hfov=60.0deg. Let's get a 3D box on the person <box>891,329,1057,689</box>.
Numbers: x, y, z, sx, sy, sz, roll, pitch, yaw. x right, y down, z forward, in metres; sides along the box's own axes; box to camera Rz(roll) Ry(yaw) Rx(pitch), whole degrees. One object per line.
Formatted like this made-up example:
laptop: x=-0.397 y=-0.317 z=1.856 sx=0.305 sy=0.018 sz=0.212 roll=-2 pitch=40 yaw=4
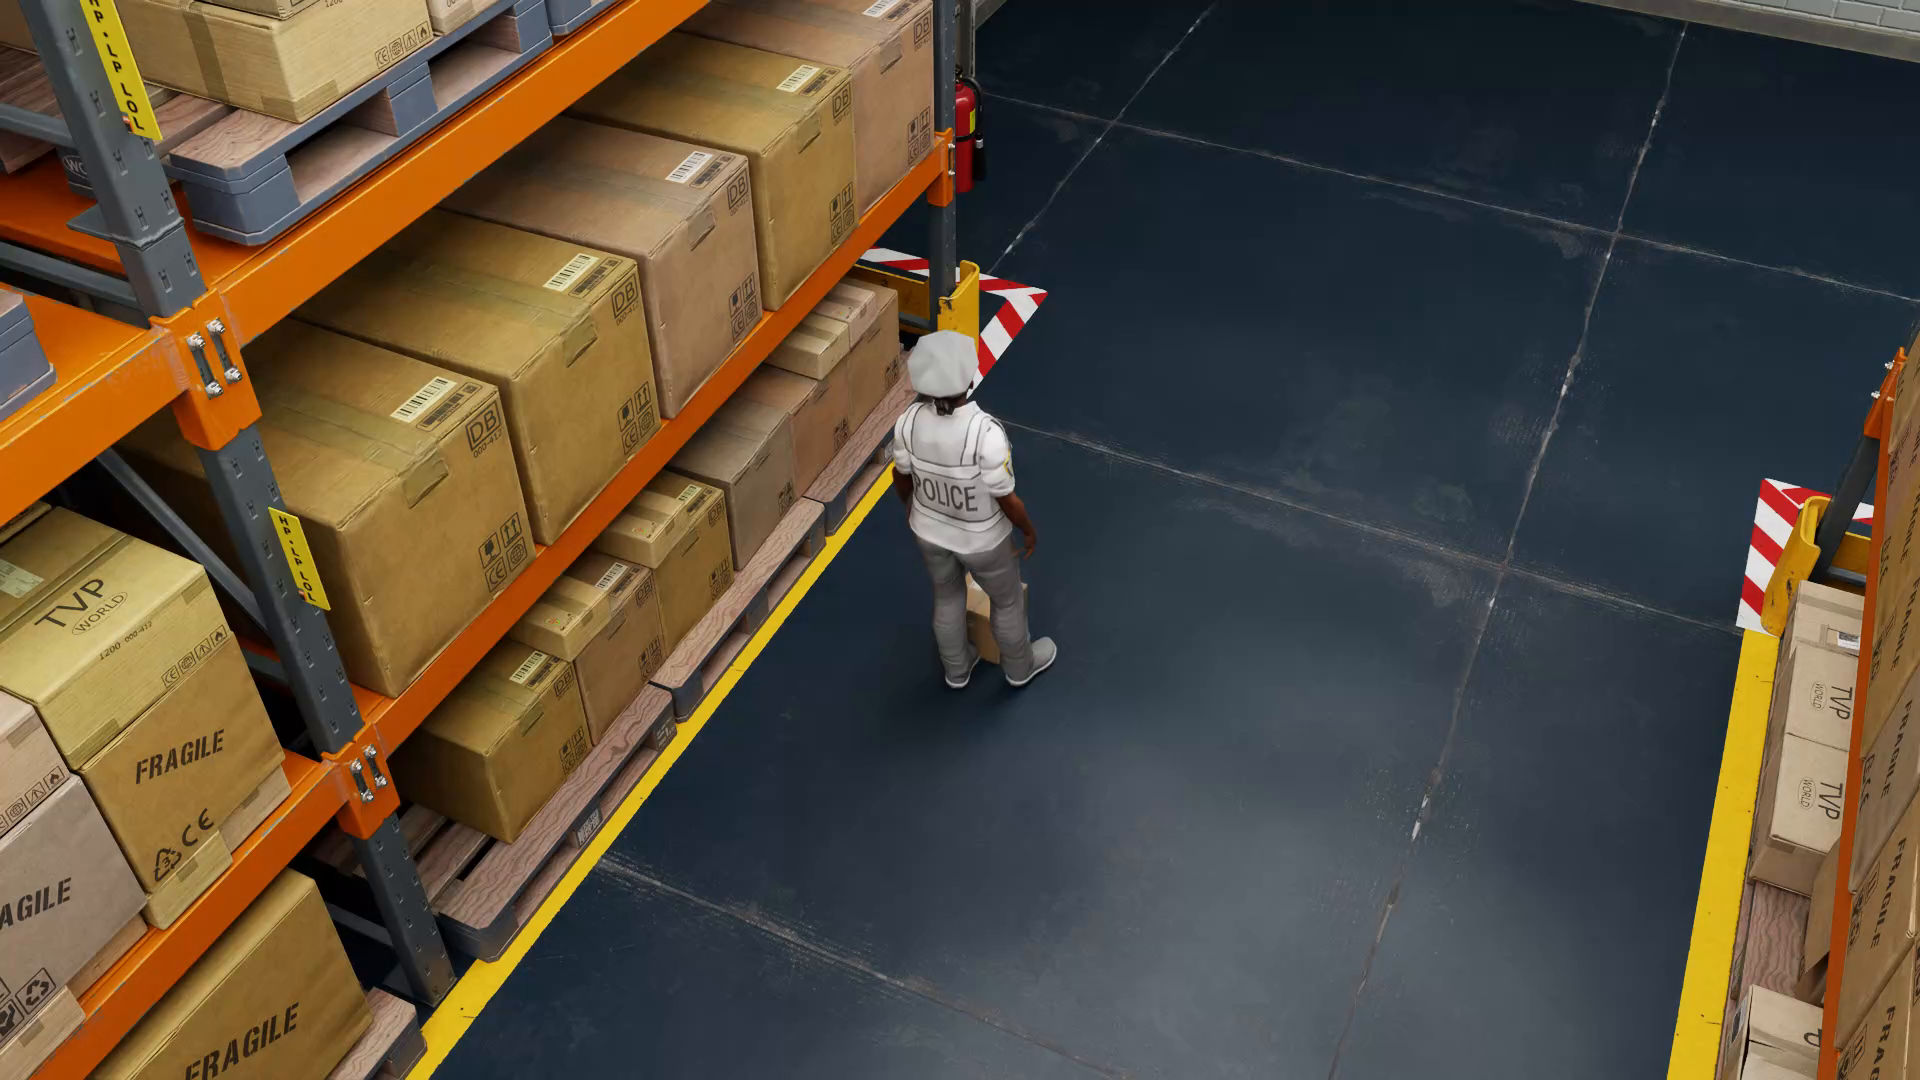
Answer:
person: x=0.053 y=-0.096 z=6.228 sx=0.569 sy=1.695 sz=0.530 roll=17 pitch=45 yaw=18
